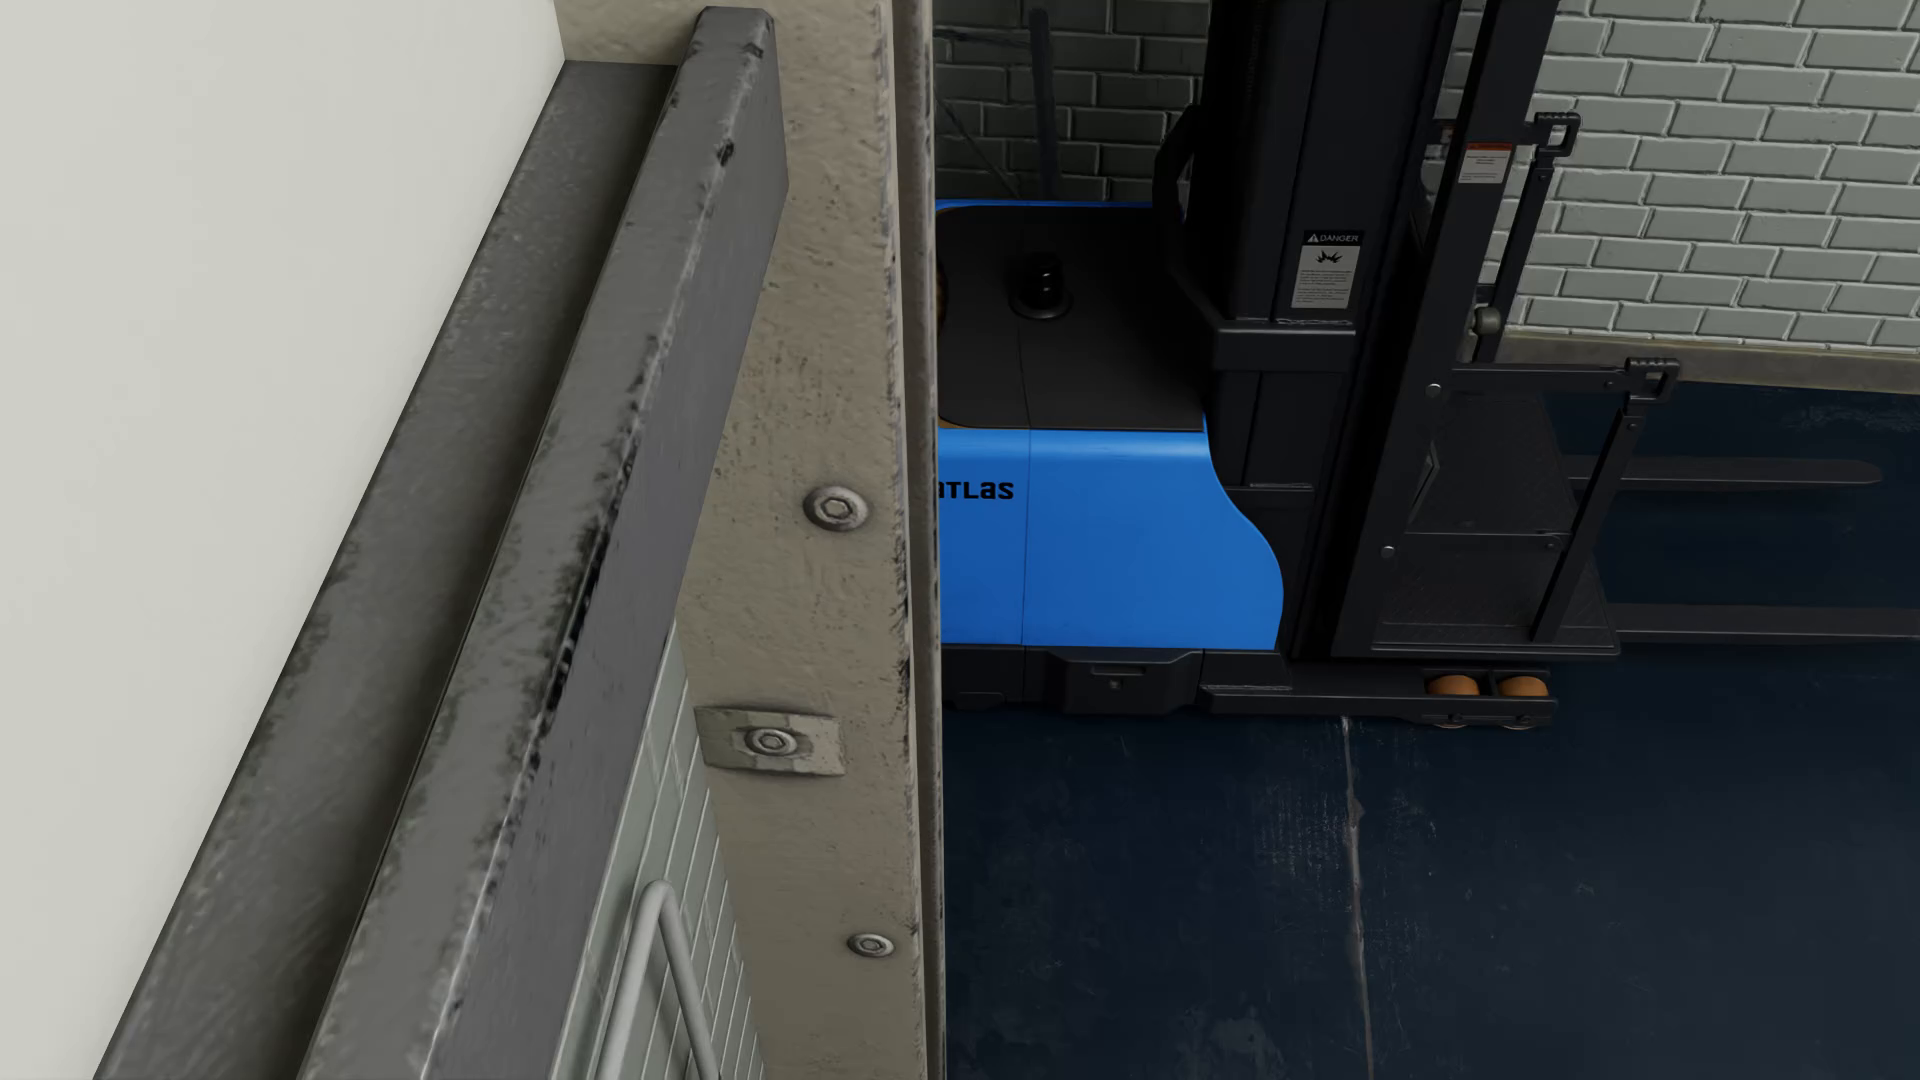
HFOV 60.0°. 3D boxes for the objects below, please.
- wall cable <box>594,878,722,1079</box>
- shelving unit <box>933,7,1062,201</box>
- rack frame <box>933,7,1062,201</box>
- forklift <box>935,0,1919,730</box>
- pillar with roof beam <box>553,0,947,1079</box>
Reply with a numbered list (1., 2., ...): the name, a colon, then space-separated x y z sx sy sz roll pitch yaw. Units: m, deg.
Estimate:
1. wall cable: -0.413 1.151 1.476 0.084 1.984 1.851 4 48 4
2. shelving unit: -0.175 -0.598 4.668 0.587 1.500 1.083 17 44 29
3. rack frame: 0.095 -0.877 4.982 0.500 1.500 0.032 17 44 29
4. forklift: 1.325 -0.848 4.039 3.031 2.935 1.130 1 48 1
5. pillar with roof beam: 4.084 -1.279 0.322 9.100 9.000 0.400 4 48 4
